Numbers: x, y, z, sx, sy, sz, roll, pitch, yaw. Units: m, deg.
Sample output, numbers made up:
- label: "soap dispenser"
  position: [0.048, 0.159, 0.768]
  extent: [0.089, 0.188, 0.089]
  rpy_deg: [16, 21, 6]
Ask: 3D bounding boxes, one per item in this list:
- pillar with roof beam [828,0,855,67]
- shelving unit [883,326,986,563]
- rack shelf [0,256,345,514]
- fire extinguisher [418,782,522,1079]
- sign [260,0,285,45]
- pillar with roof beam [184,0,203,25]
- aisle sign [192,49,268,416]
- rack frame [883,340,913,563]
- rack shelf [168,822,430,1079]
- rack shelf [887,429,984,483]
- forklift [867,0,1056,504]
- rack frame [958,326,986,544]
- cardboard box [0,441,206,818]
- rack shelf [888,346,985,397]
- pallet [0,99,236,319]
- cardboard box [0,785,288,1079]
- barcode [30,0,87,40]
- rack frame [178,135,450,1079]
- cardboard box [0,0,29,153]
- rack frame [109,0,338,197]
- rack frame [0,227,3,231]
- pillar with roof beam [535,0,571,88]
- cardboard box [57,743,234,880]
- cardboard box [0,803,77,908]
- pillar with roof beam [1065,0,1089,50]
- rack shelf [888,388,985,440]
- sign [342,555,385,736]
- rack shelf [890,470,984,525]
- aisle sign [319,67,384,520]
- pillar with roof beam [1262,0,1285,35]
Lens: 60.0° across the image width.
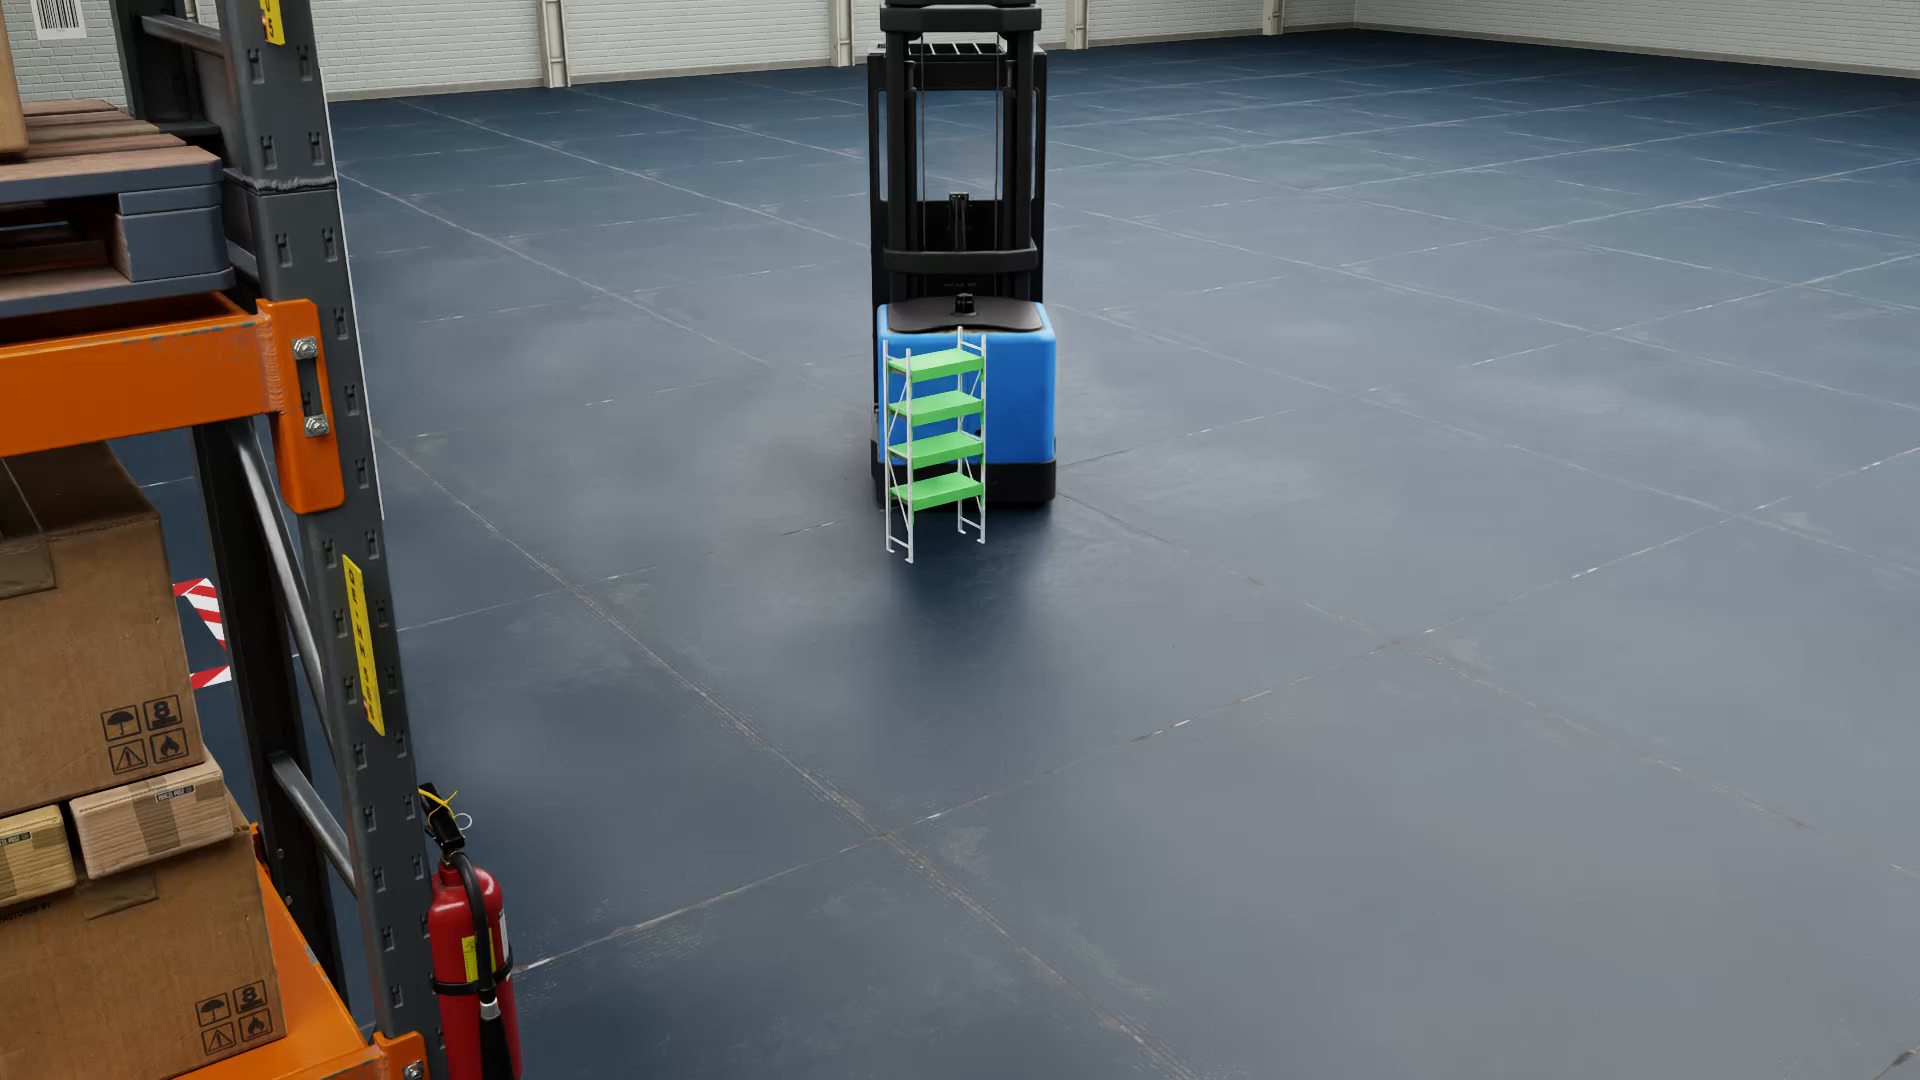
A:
- label: "pillar with roof beam"
  position: [0.183, -12.291, 28.055]
  extent: [0.400, 9.000, 9.100]
  rpy_deg: [-15, 26, -33]
- label: "shelving unit"
  position: [-0.134, -0.521, 9.084]
  extent: [0.503, 1.200, 0.258]
  rpy_deg: [-15, 26, -33]
- label: "rack shelf"
  position: [-3.002, 0.046, 2.157]
  extent: [4.000, 0.370, 1.077]
  rpy_deg: [-15, 26, -33]
- label: "fire extinguisher"
  position: [-1.011, 0.822, 3.393]
  extent: [0.183, 0.674, 0.296]
  rpy_deg: [-15, 26, -33]
- label: "sign"
  position: [-1.073, -0.929, 2.543]
  extent: [0.005, 0.325, 0.100]
  rpy_deg: [-15, 26, -33]
- label: "pillar with roof beam"
  position: [-9.557, -9.693, 21.546]
  extent: [0.400, 9.000, 9.100]
  rpy_deg: [-15, 26, -33]
- label: "aisle sign"
  position: [-1.504, -0.642, 3.449]
  extent: [0.004, 0.787, 0.394]
  rpy_deg: [-15, 26, -33]
- label: "rack frame"
  position: [-0.332, -0.469, 8.952]
  extent: [0.015, 1.200, 0.240]
  rpy_deg: [-15, 26, -33]
- label: "rack shelf"
  position: [-3.002, 1.439, 2.713]
  extent: [4.000, 0.370, 1.077]
  rpy_deg: [-15, 26, -33]
- label: "rack shelf"
  position: [-0.134, -0.462, 9.108]
  extent: [0.480, 0.148, 0.258]
  rpy_deg: [-15, 26, -33]
- label: "forklift"
  position: [-0.031, -2.071, 10.631]
  extent: [1.130, 2.935, 3.031]
  rpy_deg: [-1, 22, -3]
- label: "rack frame"
  position: [0.064, -0.574, 9.217]
  extent: [0.015, 1.200, 0.240]
  rpy_deg: [-15, 26, -33]
- label: "cardboard box"
  position: [-1.808, 0.132, 3.133]
  extent: [0.500, 0.500, 0.700]
  rpy_deg: [-15, 26, -33]
- label: "rack shelf"
  position: [-0.134, -0.908, 8.930]
  extent: [0.480, 0.148, 0.258]
  rpy_deg: [-15, 26, -33]
- label: "pallet"
  position: [-1.968, -0.535, 2.761]
  extent: [1.213, 0.211, 1.003]
  rpy_deg: [-15, 26, -33]
- label: "cardboard box"
  position: [-1.765, 0.723, 3.402]
  extent: [0.500, 0.500, 0.700]
  rpy_deg: [-15, 26, -33]
- label: "barcode"
  position: [-1.342, -0.780, 2.474]
  extent: [0.075, 0.075, 0.001]
  rpy_deg: [-15, 26, -33]
- label: "rack frame"
  position: [-1.379, 0.672, 3.665]
  extent: [0.127, 3.000, 1.000]
  rpy_deg: [-15, 26, -33]
- label: "cardboard box"
  position: [-1.847, -0.906, 2.677]
  extent: [0.637, 0.503, 0.797]
  rpy_deg: [-13, 25, -29]
- label: "rack frame"
  position: [-1.379, -2.114, 2.553]
  extent: [0.127, 3.000, 1.000]
  rpy_deg: [-15, 26, -33]
- label: "rack frame"
  position: [-4.268, -0.819, 7.401]
  extent: [0.127, 3.000, 1.000]
  rpy_deg: [-15, 26, -33]
- label: "pillar with roof beam"
  position: [-4.687, -10.992, 24.800]
  extent: [0.400, 9.000, 9.100]
  rpy_deg: [-15, 26, -33]
- label: "cardboard box"
  position: [-1.577, 0.465, 3.175]
  extent: [0.250, 0.149, 0.380]
  rpy_deg: [-15, 26, -34]
- label: "cardboard box"
  position: [-1.789, 0.522, 3.032]
  extent: [0.250, 0.149, 0.380]
  rpy_deg: [-14, 26, -32]
- label: "pillar with roof beam"
  position: [5.054, -13.589, 31.310]
  extent: [0.400, 9.000, 9.100]
  rpy_deg: [-15, 26, -33]
- label: "rack shelf"
  position: [-0.134, -0.685, 9.019]
  extent: [0.480, 0.148, 0.258]
  rpy_deg: [-15, 26, -33]
- label: "sign"
  position: [-1.073, 0.191, 2.989]
  extent: [0.005, 0.325, 0.100]
  rpy_deg: [-15, 26, -33]
- label: "rack shelf"
  position: [-0.134, -0.239, 9.197]
  extent: [0.480, 0.148, 0.258]
  rpy_deg: [-15, 26, -33]
- label: "aisle sign"
  position: [-1.154, -0.461, 2.997]
  extent: [0.004, 0.787, 0.394]
  rpy_deg: [-15, 26, -33]
- label: "pillar with roof beam"
  position: [9.924, -14.888, 34.564]
  extent: [0.400, 9.000, 9.100]
  rpy_deg: [-15, 26, -33]
